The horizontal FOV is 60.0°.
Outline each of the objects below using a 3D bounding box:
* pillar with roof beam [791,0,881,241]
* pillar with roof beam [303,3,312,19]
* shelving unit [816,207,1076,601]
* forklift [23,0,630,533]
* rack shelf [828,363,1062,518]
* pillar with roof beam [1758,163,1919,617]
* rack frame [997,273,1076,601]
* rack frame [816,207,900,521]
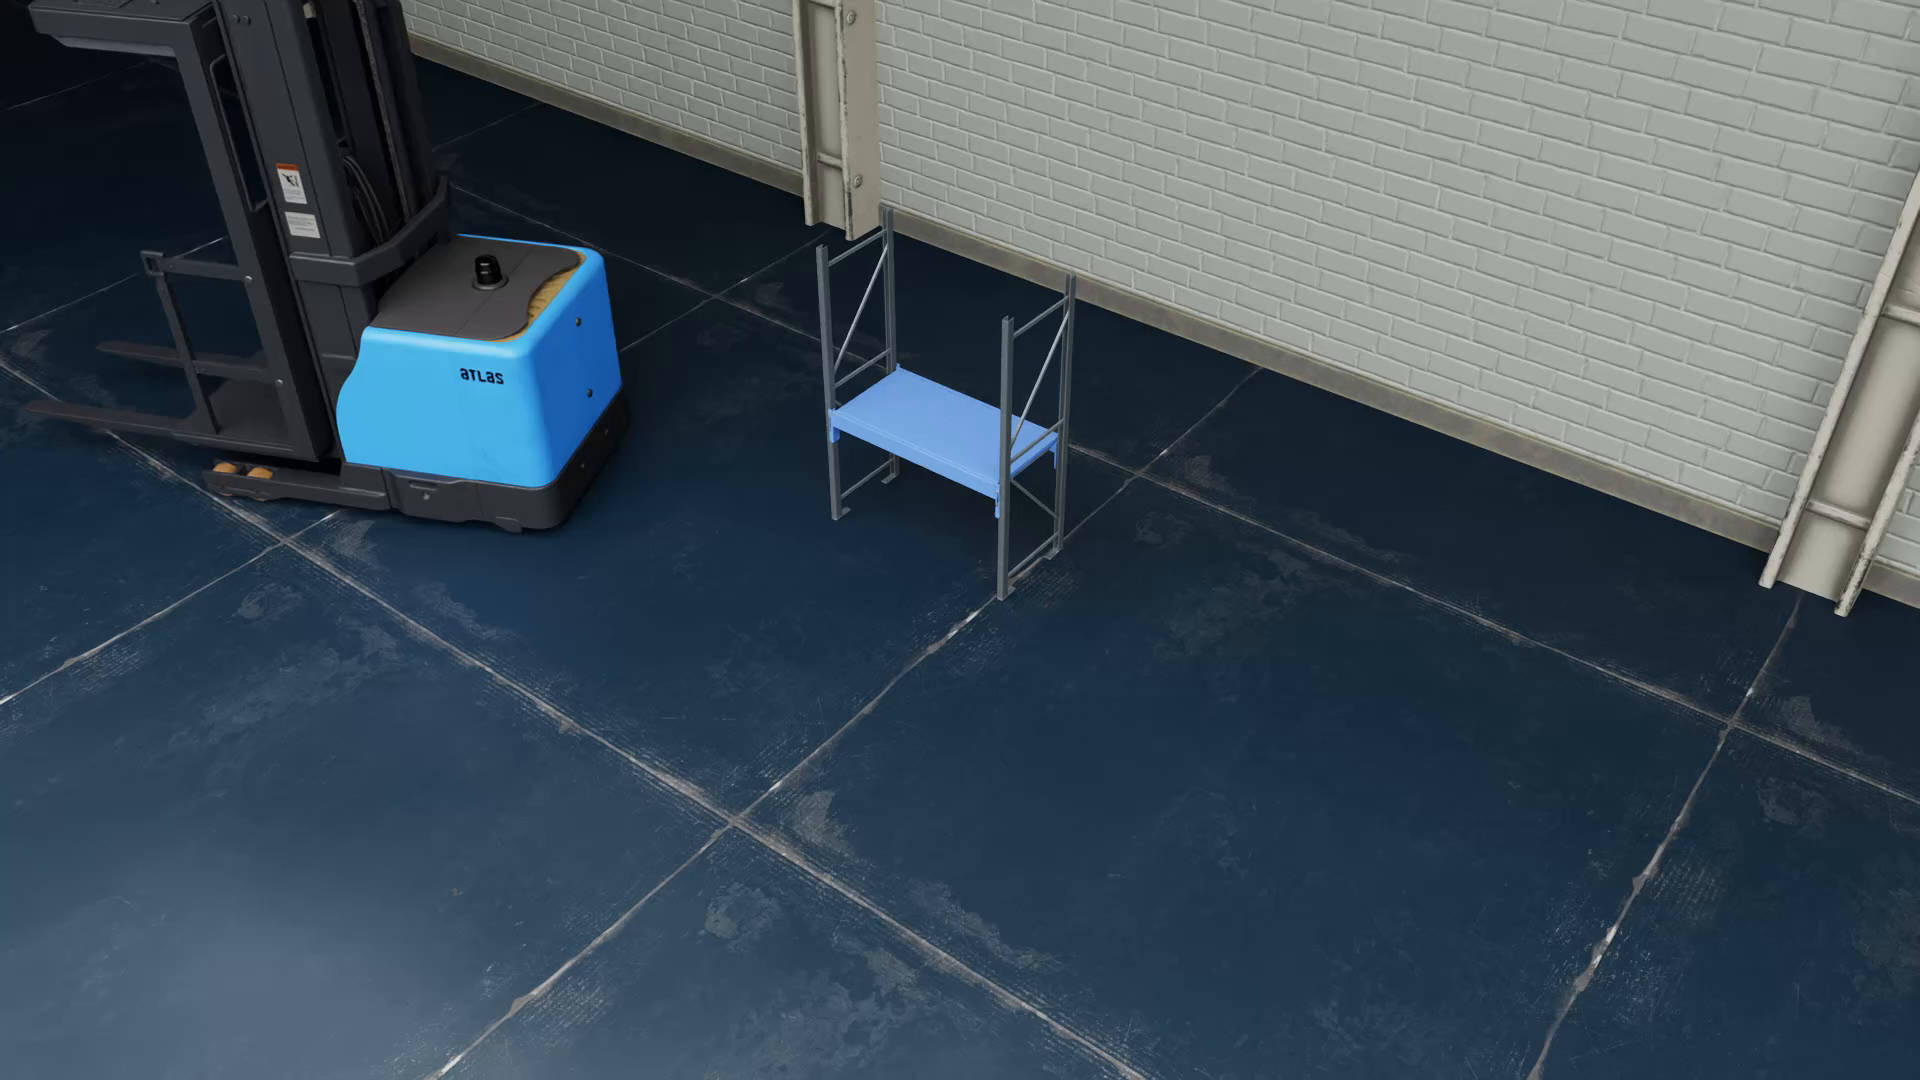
[{"bbox_3d":[-3.365,-3.475,5.250,0.400,9.000,9.100,25,45,29],"label":"pillar with roof beam"},{"bbox_3d":[-8.131,-5.722,8.120,0.400,9.000,9.100,25,45,29],"label":"pillar with roof beam"},{"bbox_3d":[-0.068,-0.622,7.689,1.048,1.500,0.538,25,45,29],"label":"shelving unit"},{"bbox_3d":[-3.314,-1.658,7.851,3.031,2.935,1.130,8,39,10],"label":"forklift"},{"bbox_3d":[-0.068,-0.481,7.800,1.000,0.185,0.538,25,45,29],"label":"rack shelf"},{"bbox_3d":[1.401,-1.228,2.380,0.400,9.000,9.100,25,45,29],"label":"pillar with roof beam"},{"bbox_3d":[0.336,-0.432,7.446,0.032,1.500,0.500,25,45,29],"label":"rack frame"},{"bbox_3d":[-0.472,-0.813,7.932,0.032,1.500,0.500,25,45,29],"label":"rack frame"}]
